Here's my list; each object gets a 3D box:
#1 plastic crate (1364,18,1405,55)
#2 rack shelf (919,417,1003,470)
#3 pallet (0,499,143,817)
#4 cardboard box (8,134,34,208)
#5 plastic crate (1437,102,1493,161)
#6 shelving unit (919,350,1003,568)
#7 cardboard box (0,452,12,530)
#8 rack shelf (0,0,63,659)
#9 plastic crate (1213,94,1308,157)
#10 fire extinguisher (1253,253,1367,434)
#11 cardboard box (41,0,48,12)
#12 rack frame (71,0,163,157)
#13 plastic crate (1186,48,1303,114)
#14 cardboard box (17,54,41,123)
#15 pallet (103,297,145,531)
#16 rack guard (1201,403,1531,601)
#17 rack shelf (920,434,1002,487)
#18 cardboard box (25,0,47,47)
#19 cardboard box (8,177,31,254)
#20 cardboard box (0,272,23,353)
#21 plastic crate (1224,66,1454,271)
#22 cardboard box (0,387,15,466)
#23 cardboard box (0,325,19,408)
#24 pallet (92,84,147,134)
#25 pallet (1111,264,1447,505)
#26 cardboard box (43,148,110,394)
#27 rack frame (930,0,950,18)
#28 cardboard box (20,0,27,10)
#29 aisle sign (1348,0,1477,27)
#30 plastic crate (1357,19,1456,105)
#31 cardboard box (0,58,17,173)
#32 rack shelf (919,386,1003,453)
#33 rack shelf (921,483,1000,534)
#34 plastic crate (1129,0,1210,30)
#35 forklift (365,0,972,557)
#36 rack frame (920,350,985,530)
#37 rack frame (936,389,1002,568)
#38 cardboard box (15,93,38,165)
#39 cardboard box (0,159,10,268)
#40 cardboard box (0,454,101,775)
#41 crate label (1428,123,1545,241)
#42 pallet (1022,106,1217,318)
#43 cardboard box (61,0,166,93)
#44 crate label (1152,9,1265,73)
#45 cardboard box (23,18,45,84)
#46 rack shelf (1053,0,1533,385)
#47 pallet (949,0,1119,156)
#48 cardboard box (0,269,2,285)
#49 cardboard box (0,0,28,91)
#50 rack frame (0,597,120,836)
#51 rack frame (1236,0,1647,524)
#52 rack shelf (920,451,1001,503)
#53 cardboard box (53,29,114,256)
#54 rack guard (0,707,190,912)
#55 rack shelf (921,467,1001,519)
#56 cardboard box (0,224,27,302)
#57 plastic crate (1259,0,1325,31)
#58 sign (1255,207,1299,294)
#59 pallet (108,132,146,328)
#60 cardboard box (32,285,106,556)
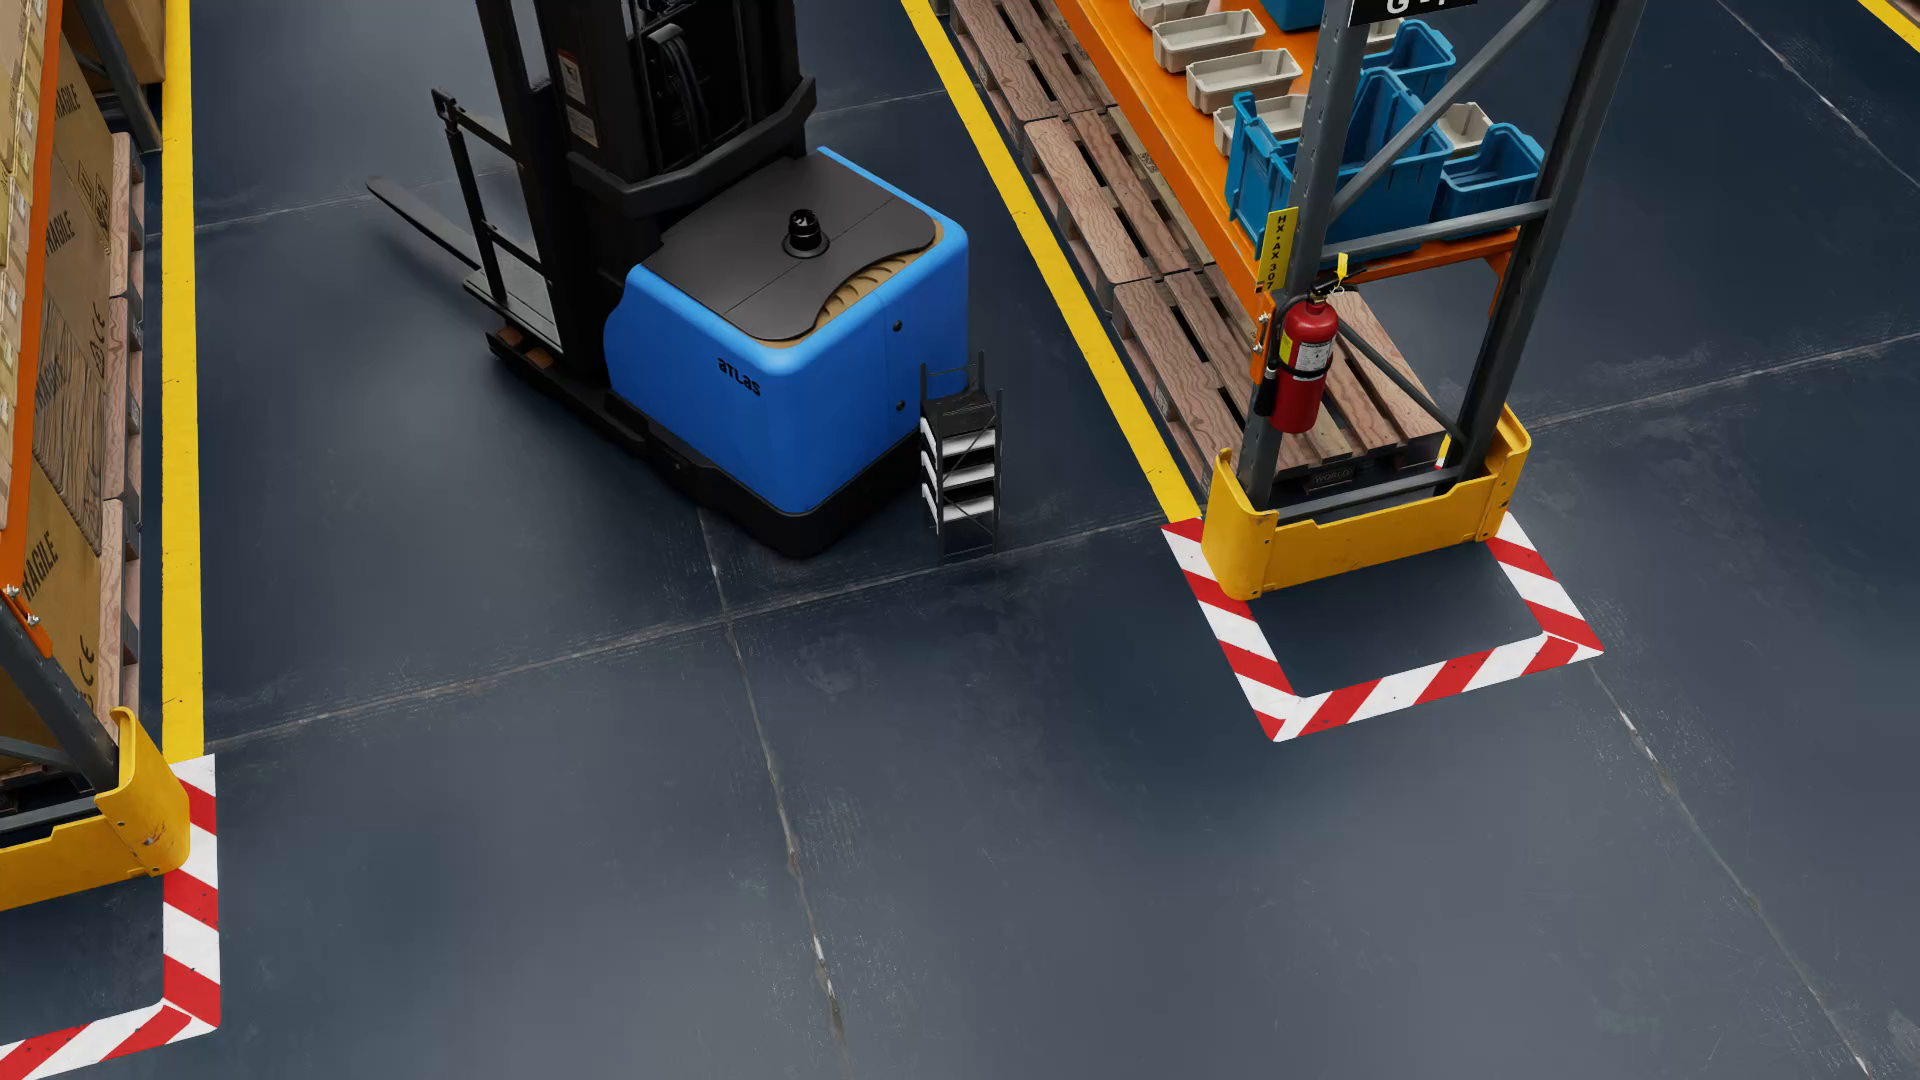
[{"bbox_3d":[1.542,-1.931,6.339,0.250,0.136,0.298,-13,51,-11],"label":"plastic crate"},{"bbox_3d":[0.002,-0.379,6.078,0.258,0.077,0.200,-13,51,-11],"label":"rack shelf"},{"bbox_3d":[-3.525,0.459,6.015,1.003,0.211,1.213,-13,51,-11],"label":"pallet"},{"bbox_3d":[-3.460,-1.250,5.796,0.380,0.149,0.250,-14,51,-12],"label":"cardboard box"},{"bbox_3d":[1.743,-1.436,5.921,0.250,0.136,0.298,-13,51,-11],"label":"plastic crate"},{"bbox_3d":[0.002,-0.284,6.191,0.258,0.900,0.210,-13,51,-11],"label":"shelving unit"},{"bbox_3d":[-3.004,-0.127,4.849,0.380,0.149,0.250,-13,51,-11],"label":"cardboard box"},{"bbox_3d":[-3.806,-1.103,5.978,1.077,0.370,4.000,-13,51,-11],"label":"rack shelf"},{"bbox_3d":[1.103,-1.483,5.961,0.396,0.136,0.243,-13,51,-11],"label":"plastic crate"},{"bbox_3d":[1.128,-0.636,5.408,0.296,0.674,0.183,-13,51,-11],"label":"fire extinguisher"},{"bbox_3d":[-3.842,-2.190,6.588,0.380,0.149,0.250,-14,51,-12],"label":"cardboard box"},{"bbox_3d":[-4.397,-2.795,6.934,1.000,3.000,0.127,-13,51,-11],"label":"rack frame"},{"bbox_3d":[1.031,-1.698,6.142,0.396,0.136,0.243,-13,51,-11],"label":"plastic crate"},{"bbox_3d":[-3.614,-1.627,6.114,0.380,0.149,0.250,-14,51,-12],"label":"cardboard box"},{"bbox_3d":[-3.883,-0.431,6.765,1.003,0.211,1.213,-13,51,-11],"label":"pallet"},{"bbox_3d":[1.537,-0.173,6.359,1.175,0.500,0.348,-13,51,-11],"label":"rack guard"},{"bbox_3d":[0.002,-0.321,6.147,0.258,0.077,0.200,-13,51,-11],"label":"rack shelf"},{"bbox_3d":[-3.766,-2.002,6.430,0.380,0.149,0.250,-12,51,-10],"label":"cardboard box"},{"bbox_3d":[-3.386,-1.065,5.640,0.380,0.149,0.250,-14,51,-11],"label":"cardboard box"},{"bbox_3d":[-3.235,-0.691,5.325,0.380,0.149,0.250,-14,51,-12],"label":"cardboard box"},{"bbox_3d":[1.240,-1.227,5.550,0.616,0.435,0.499,-13,51,-11],"label":"plastic crate"},{"bbox_3d":[-3.081,-0.314,5.007,0.380,0.149,0.250,-14,51,-12],"label":"cardboard box"},{"bbox_3d":[-3.157,-0.501,5.164,0.380,0.149,0.250,-14,51,-12],"label":"cardboard box"},{"bbox_3d":[-4.697,-2.443,8.461,1.003,0.211,1.213,-13,51,-11],"label":"pallet"},{"bbox_3d":[1.310,-0.706,6.997,1.003,0.211,1.213,-13,51,-11],"label":"pallet"},{"bbox_3d":[-4.012,-1.088,6.610,0.875,0.875,0.875,-13,51,-11],"label":"cardboard box"},{"bbox_3d":[0.334,-3.915,7.878,1.000,3.000,0.127,-13,51,-11],"label":"rack frame"},{"bbox_3d":[-3.860,-2.202,6.338,0.500,0.250,0.500,-12,51,-10],"label":"cardboard box"},{"bbox_3d":[1.259,-1.713,4.321,0.394,0.787,0.004,-13,51,-11],"label":"aisle sign"},{"bbox_3d":[1.564,-1.695,6.077,0.416,0.233,0.300,-13,51,-11],"label":"plastic crate"},{"bbox_3d":[-3.563,-1.459,5.711,0.500,0.250,0.500,-14,51,-12],"label":"cardboard box"},{"bbox_3d":[0.002,-0.437,6.010,0.258,0.077,0.200,-13,51,-11],"label":"rack shelf"},{"bbox_3d":[0.002,-0.147,6.354,0.258,0.077,0.200,-13,51,-11],"label":"rack shelf"},{"bbox_3d":[0.820,-2.108,6.488,0.298,0.136,0.250,-13,51,-11],"label":"plastic crate"},{"bbox_3d":[-1.387,-1.869,6.198,3.031,2.935,1.130,34,58,25],"label":"forklift"},{"bbox_3d":[-0.028,-0.358,6.253,0.240,0.900,0.006,-13,51,-11],"label":"rack frame"},{"bbox_3d":[0.032,-0.210,6.128,0.240,0.900,0.006,-13,51,-11],"label":"rack frame"},{"bbox_3d":[-3.539,-1.441,5.957,0.380,0.149,0.250,-13,51,-10],"label":"cardboard box"},{"bbox_3d":[-3.403,-1.079,5.391,0.500,0.250,0.500,-15,51,-12],"label":"cardboard box"},{"bbox_3d":[-3.480,0.226,5.502,0.875,0.875,0.875,-13,51,-11],"label":"cardboard box"},{"bbox_3d":[1.759,-1.214,5.671,0.416,0.233,0.303,-13,51,-11],"label":"crate label"},{"bbox_3d":[0.953,-1.595,7.747,1.003,0.211,1.213,-13,51,-11],"label":"pallet"},{"bbox_3d":[-4.605,-2.709,7.976,1.225,0.875,0.875,-13,51,-11],"label":"cardboard box"},{"bbox_3d":[0.926,-1.896,6.309,0.396,0.136,0.243,-13,51,-11],"label":"crate label"},{"bbox_3d":[-3.689,-1.814,6.271,0.380,0.149,0.250,-12,51,-10],"label":"cardboard box"},{"bbox_3d":[0.926,-2.223,6.922,1.077,0.370,4.000,-13,51,-11],"label":"rack shelf"},{"bbox_3d":[0.589,-2.488,8.499,1.003,0.211,1.213,-13,51,-11],"label":"pallet"},{"bbox_3d":[-3.258,-0.711,5.081,0.500,0.250,0.500,-14,51,-11],"label":"cardboard box"},{"bbox_3d":[-3.709,-1.830,6.024,0.500,0.250,0.500,-12,51,-10],"label":"cardboard box"},{"bbox_3d":[-3.214,0.126,4.471,1.000,3.000,0.127,-13,51,-11],"label":"rack frame"},{"bbox_3d":[1.517,-0.994,5.415,1.000,3.000,0.127,-13,51,-11],"label":"rack frame"},{"bbox_3d":[0.002,-0.263,6.216,0.258,0.077,0.200,-13,51,-11],"label":"rack shelf"},{"bbox_3d":[-4.278,-1.746,7.164,0.875,0.875,0.875,-13,51,-11],"label":"cardboard box"},{"bbox_3d":[-3.207,0.949,5.412,1.175,0.500,0.348,-13,51,-11],"label":"rack guard"},{"bbox_3d":[0.002,-0.205,6.285,0.258,0.077,0.200,-13,51,-11],"label":"rack shelf"},{"bbox_3d":[-3.310,-0.877,5.481,0.380,0.149,0.250,-14,51,-12],"label":"cardboard box"},{"bbox_3d":[1.369,-2.175,6.482,0.416,0.233,0.300,-13,51,-11],"label":"plastic crate"},{"bbox_3d":[0.997,-0.910,5.238,0.100,0.325,0.005,-13,51,-11],"label":"sign"},{"bbox_3d":[-4.247,-1.323,7.517,1.003,0.211,1.213,-13,51,-11],"label":"pallet"},{"bbox_3d":[-3.749,-0.438,6.062,0.875,0.875,0.875,-13,51,-11],"label":"cardboard box"}]
